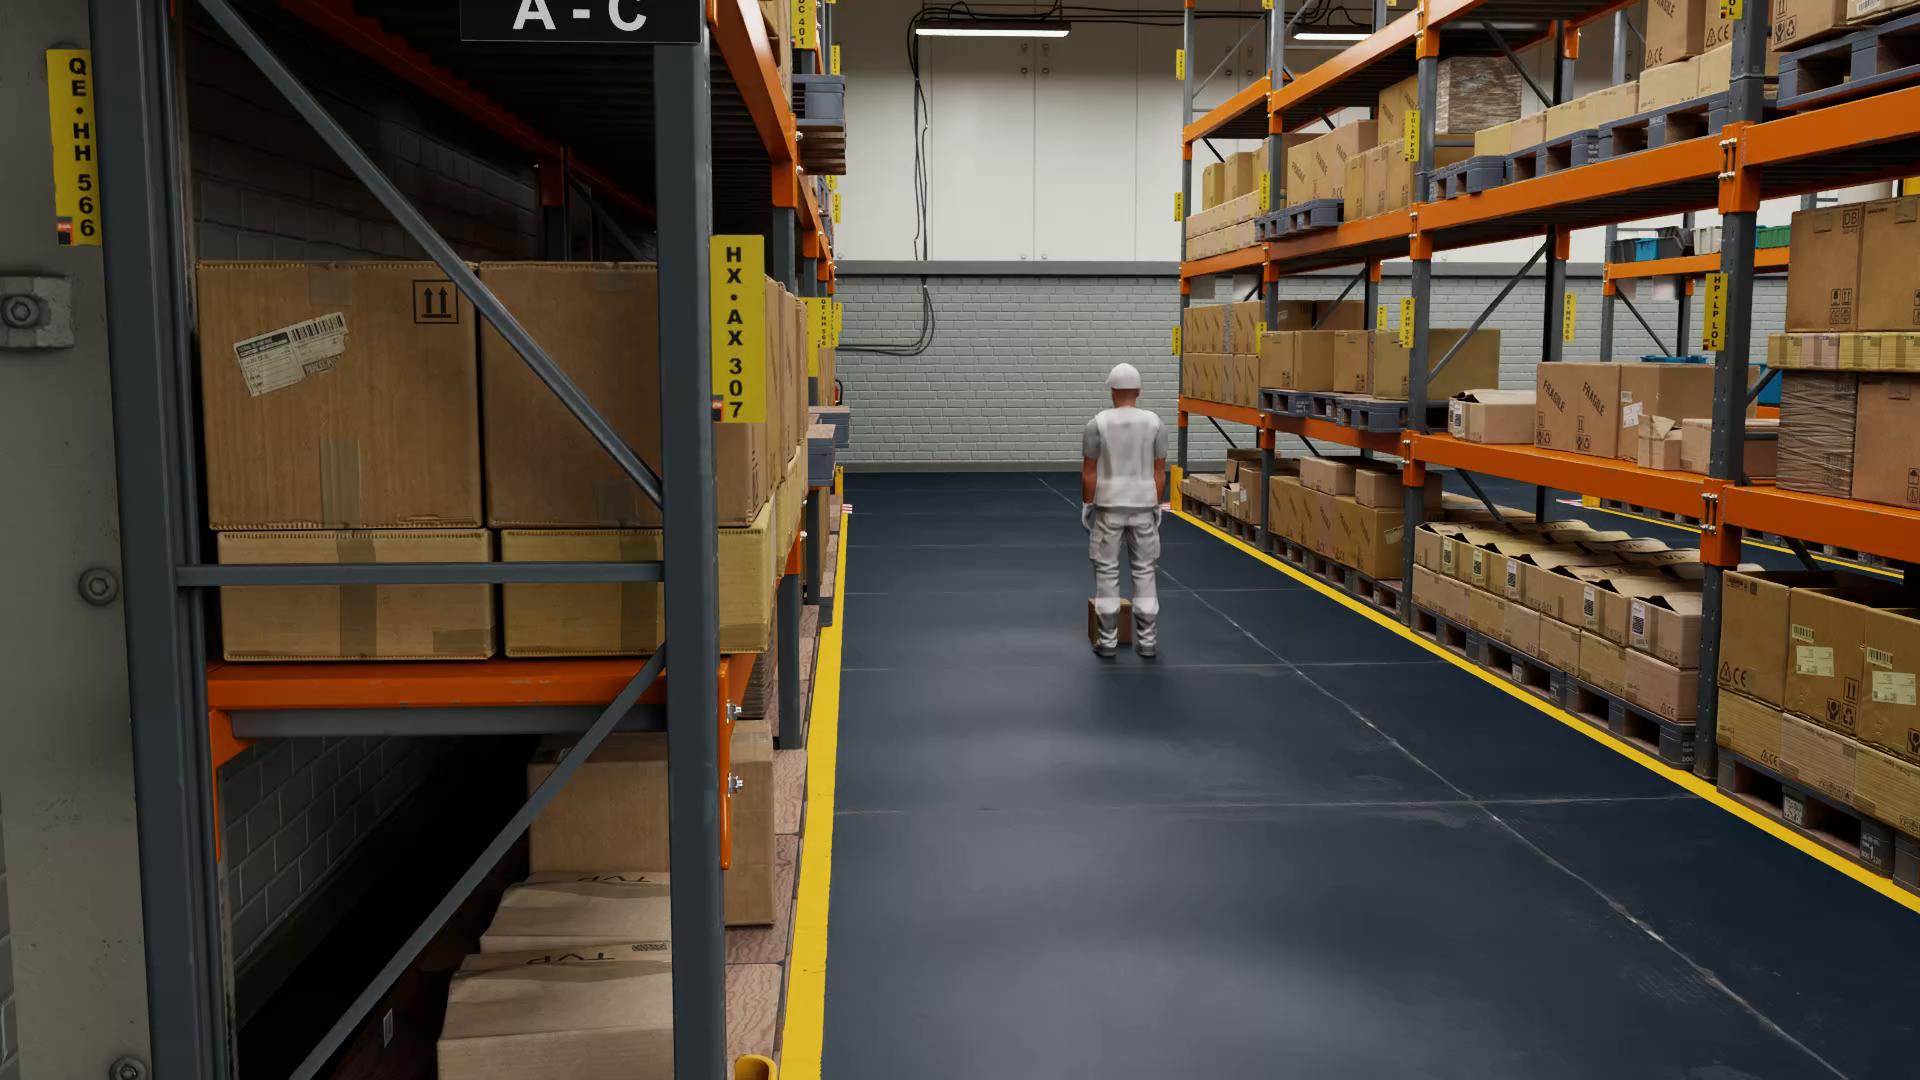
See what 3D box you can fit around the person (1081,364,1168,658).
[{"bbox_3d":[0.999,-0.182,10.178,0.524,1.785,0.335,0,7,-2],"label":"person"}]
